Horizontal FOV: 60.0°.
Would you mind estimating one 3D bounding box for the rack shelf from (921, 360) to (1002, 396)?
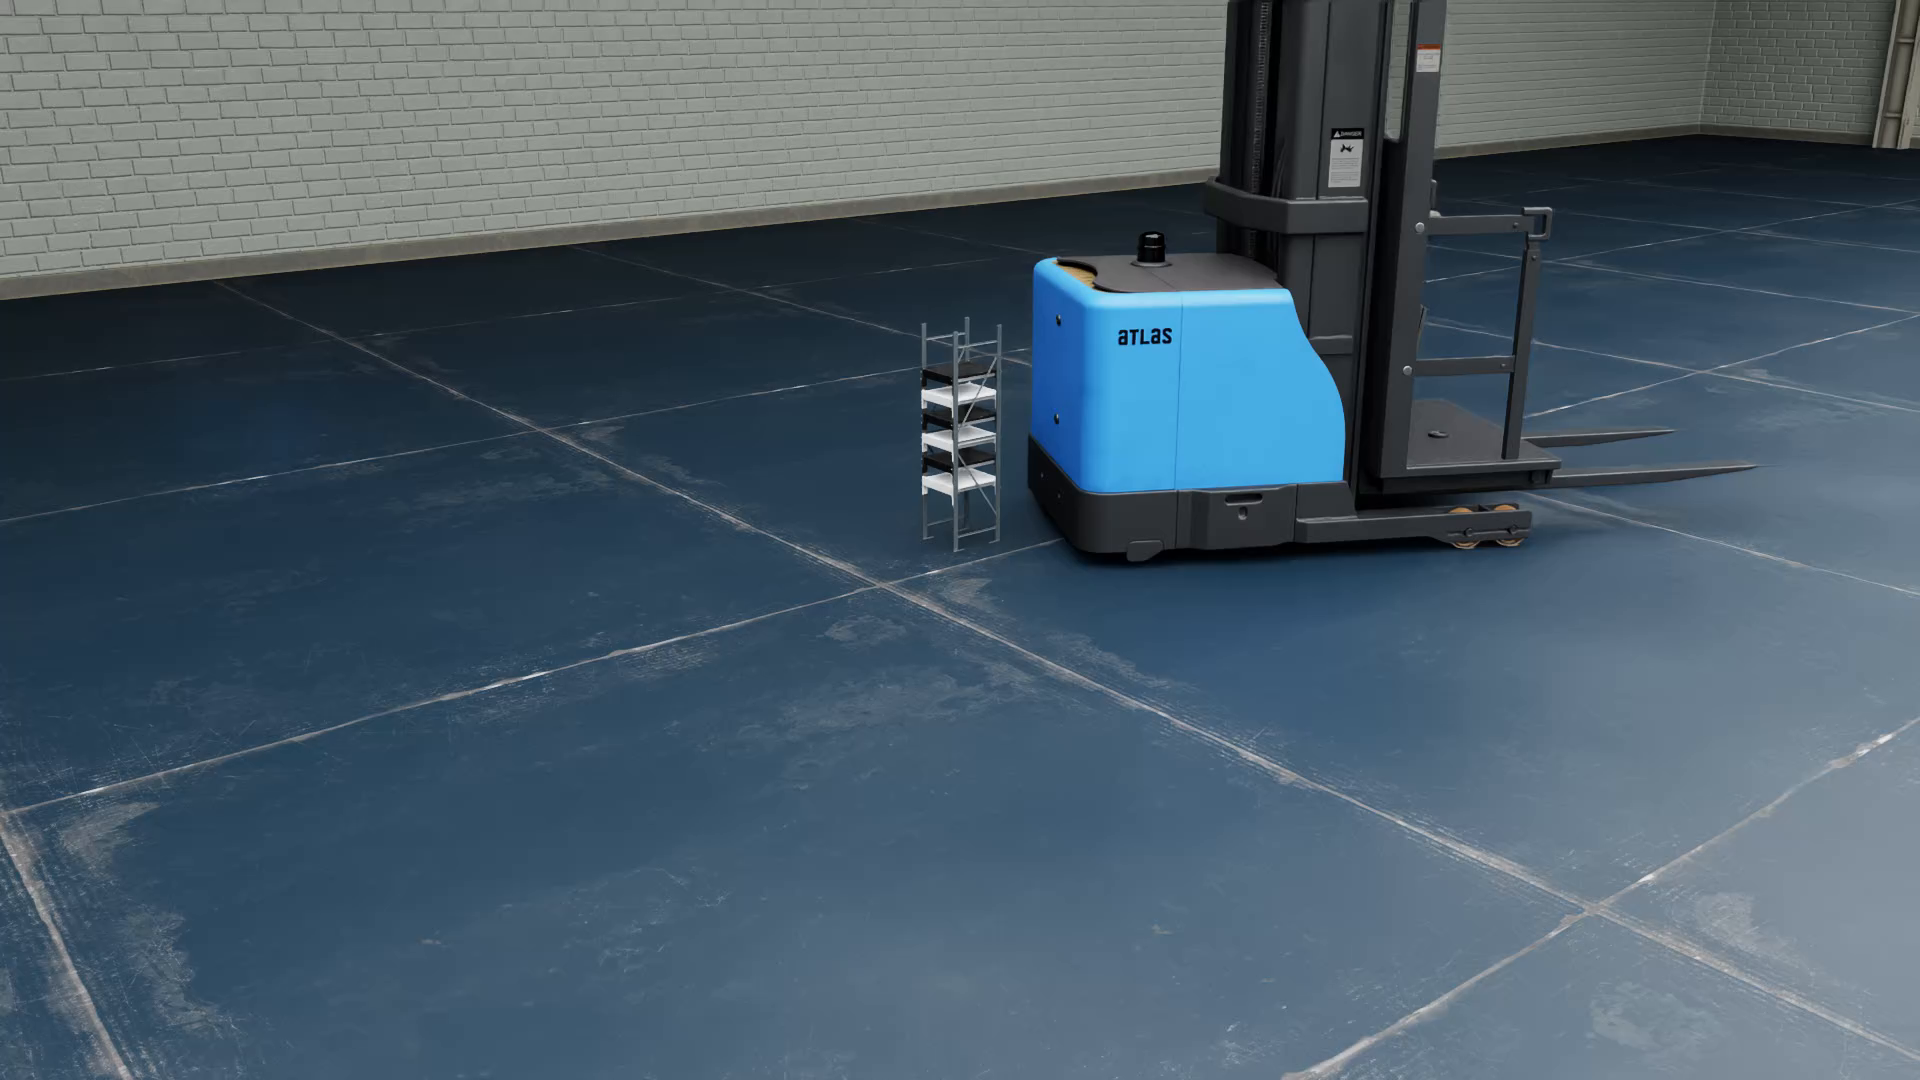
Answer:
[{"bbox_3d":[0.005,-0.650,6.641,0.258,0.077,0.200,-14,23,-36],"label":"rack shelf"}]

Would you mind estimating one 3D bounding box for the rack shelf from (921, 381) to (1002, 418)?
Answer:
[{"bbox_3d":[0.005,-0.564,6.669,0.258,0.077,0.200,-14,23,-36],"label":"rack shelf"}]

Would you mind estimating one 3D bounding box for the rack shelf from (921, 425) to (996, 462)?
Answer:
[{"bbox_3d":[0.005,-0.394,6.725,0.258,0.077,0.200,-14,23,-36],"label":"rack shelf"}]

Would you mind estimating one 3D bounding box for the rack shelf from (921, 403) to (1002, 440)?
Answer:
[{"bbox_3d":[0.005,-0.479,6.697,0.258,0.077,0.200,-14,23,-36],"label":"rack shelf"}]

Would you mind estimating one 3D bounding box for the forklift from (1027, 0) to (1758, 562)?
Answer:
[{"bbox_3d":[1.866,-1.513,6.769,3.031,2.935,1.130,-3,19,-10],"label":"forklift"}]

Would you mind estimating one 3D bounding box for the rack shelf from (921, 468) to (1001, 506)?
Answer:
[{"bbox_3d":[0.005,-0.223,6.782,0.258,0.077,0.200,-14,23,-36],"label":"rack shelf"}]

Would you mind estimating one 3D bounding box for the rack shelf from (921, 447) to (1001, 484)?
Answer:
[{"bbox_3d":[0.005,-0.308,6.754,0.258,0.077,0.200,-14,23,-36],"label":"rack shelf"}]

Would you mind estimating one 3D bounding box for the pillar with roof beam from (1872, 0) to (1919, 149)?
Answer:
[{"bbox_3d":[9.989,-9.066,19.925,9.100,9.000,0.400,-14,23,-36],"label":"pillar with roof beam"}]

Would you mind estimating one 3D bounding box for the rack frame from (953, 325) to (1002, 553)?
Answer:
[{"bbox_3d":[0.068,-0.400,6.639,0.240,0.900,0.006,-14,23,-36],"label":"rack frame"}]

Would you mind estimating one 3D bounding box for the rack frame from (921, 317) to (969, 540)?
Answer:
[{"bbox_3d":[-0.058,-0.450,6.791,0.240,0.900,0.006,-14,23,-36],"label":"rack frame"}]

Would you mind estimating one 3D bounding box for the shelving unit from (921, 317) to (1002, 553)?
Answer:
[{"bbox_3d":[0.005,-0.425,6.715,0.258,0.900,0.210,-14,23,-36],"label":"shelving unit"}]
